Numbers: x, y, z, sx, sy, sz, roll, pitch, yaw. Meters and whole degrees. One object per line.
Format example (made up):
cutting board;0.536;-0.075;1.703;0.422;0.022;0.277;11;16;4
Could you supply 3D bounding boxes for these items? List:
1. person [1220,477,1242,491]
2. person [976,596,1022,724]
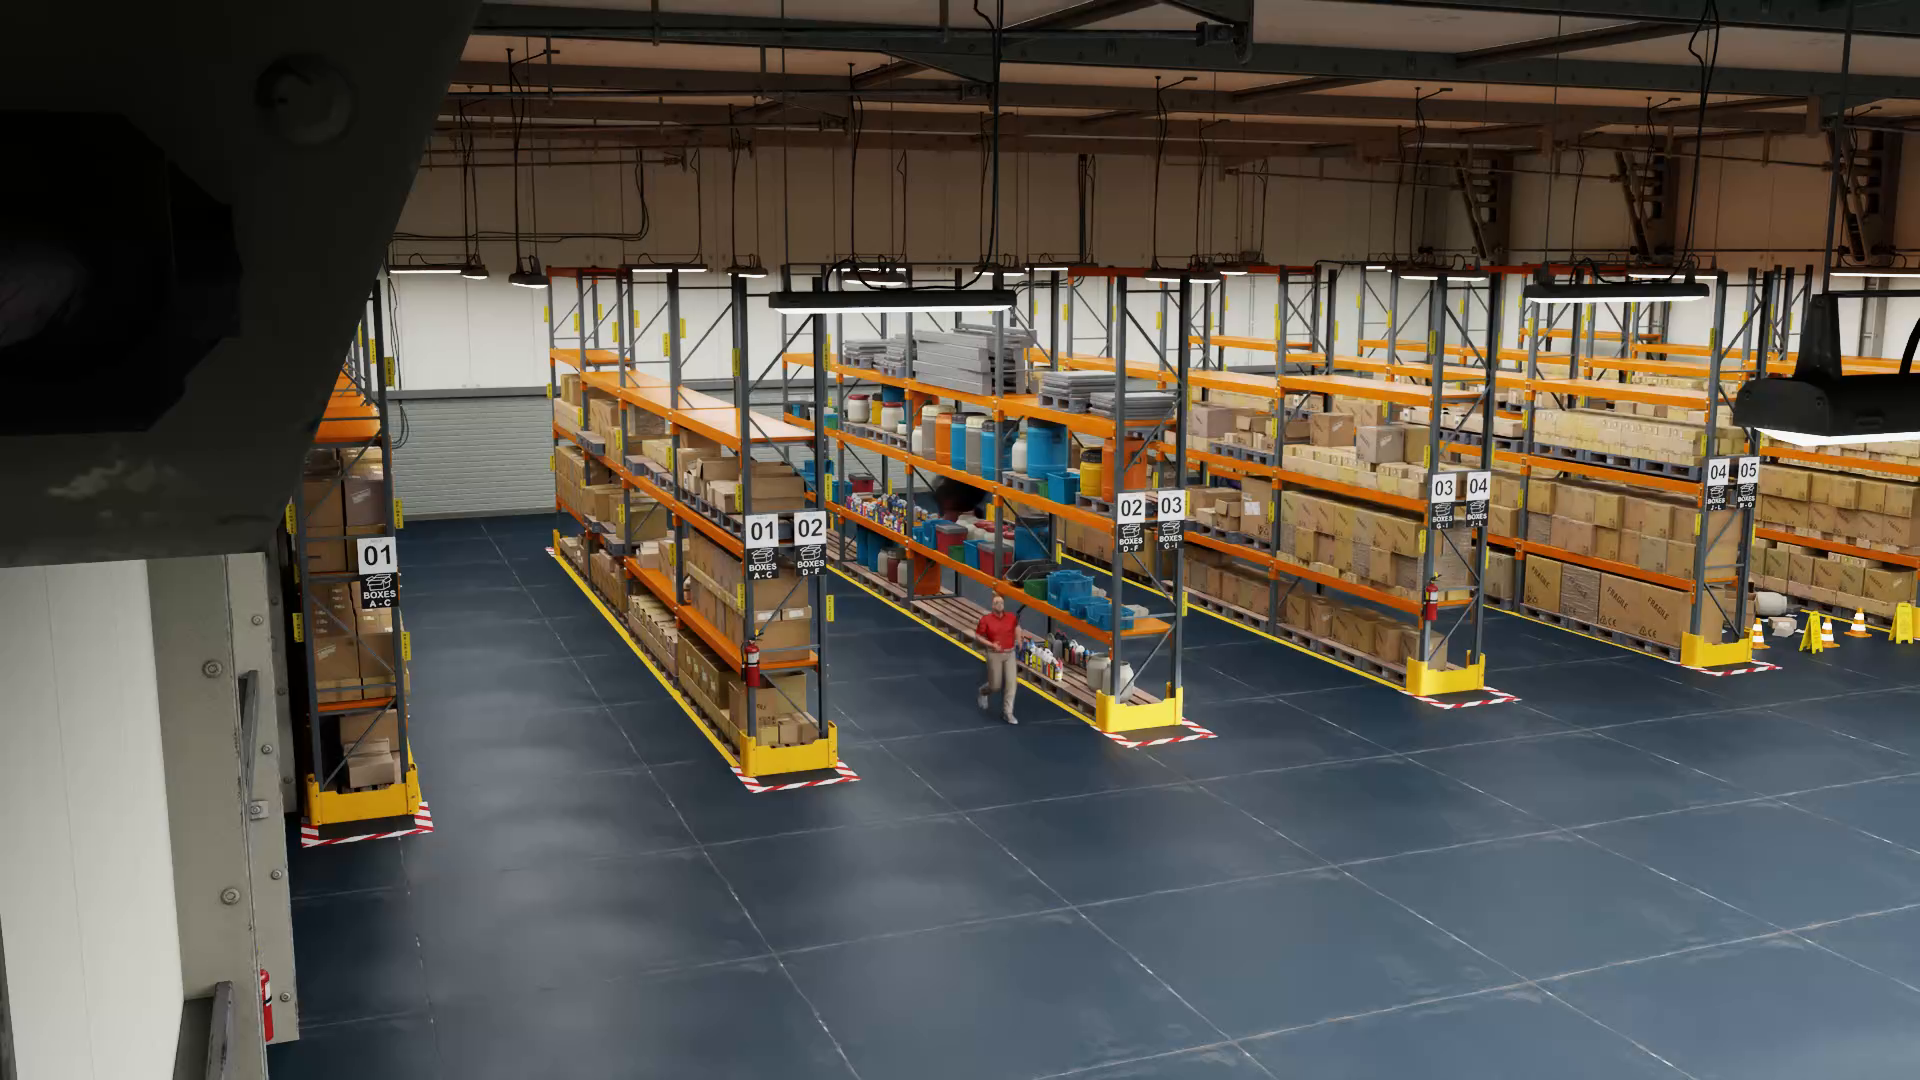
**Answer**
person;6.721;-1.774;41.929;0.919;1.651;0.600;-4;11;-21
person;0.582;1.602;22.639;0.677;1.671;0.891;-3;10;-16
